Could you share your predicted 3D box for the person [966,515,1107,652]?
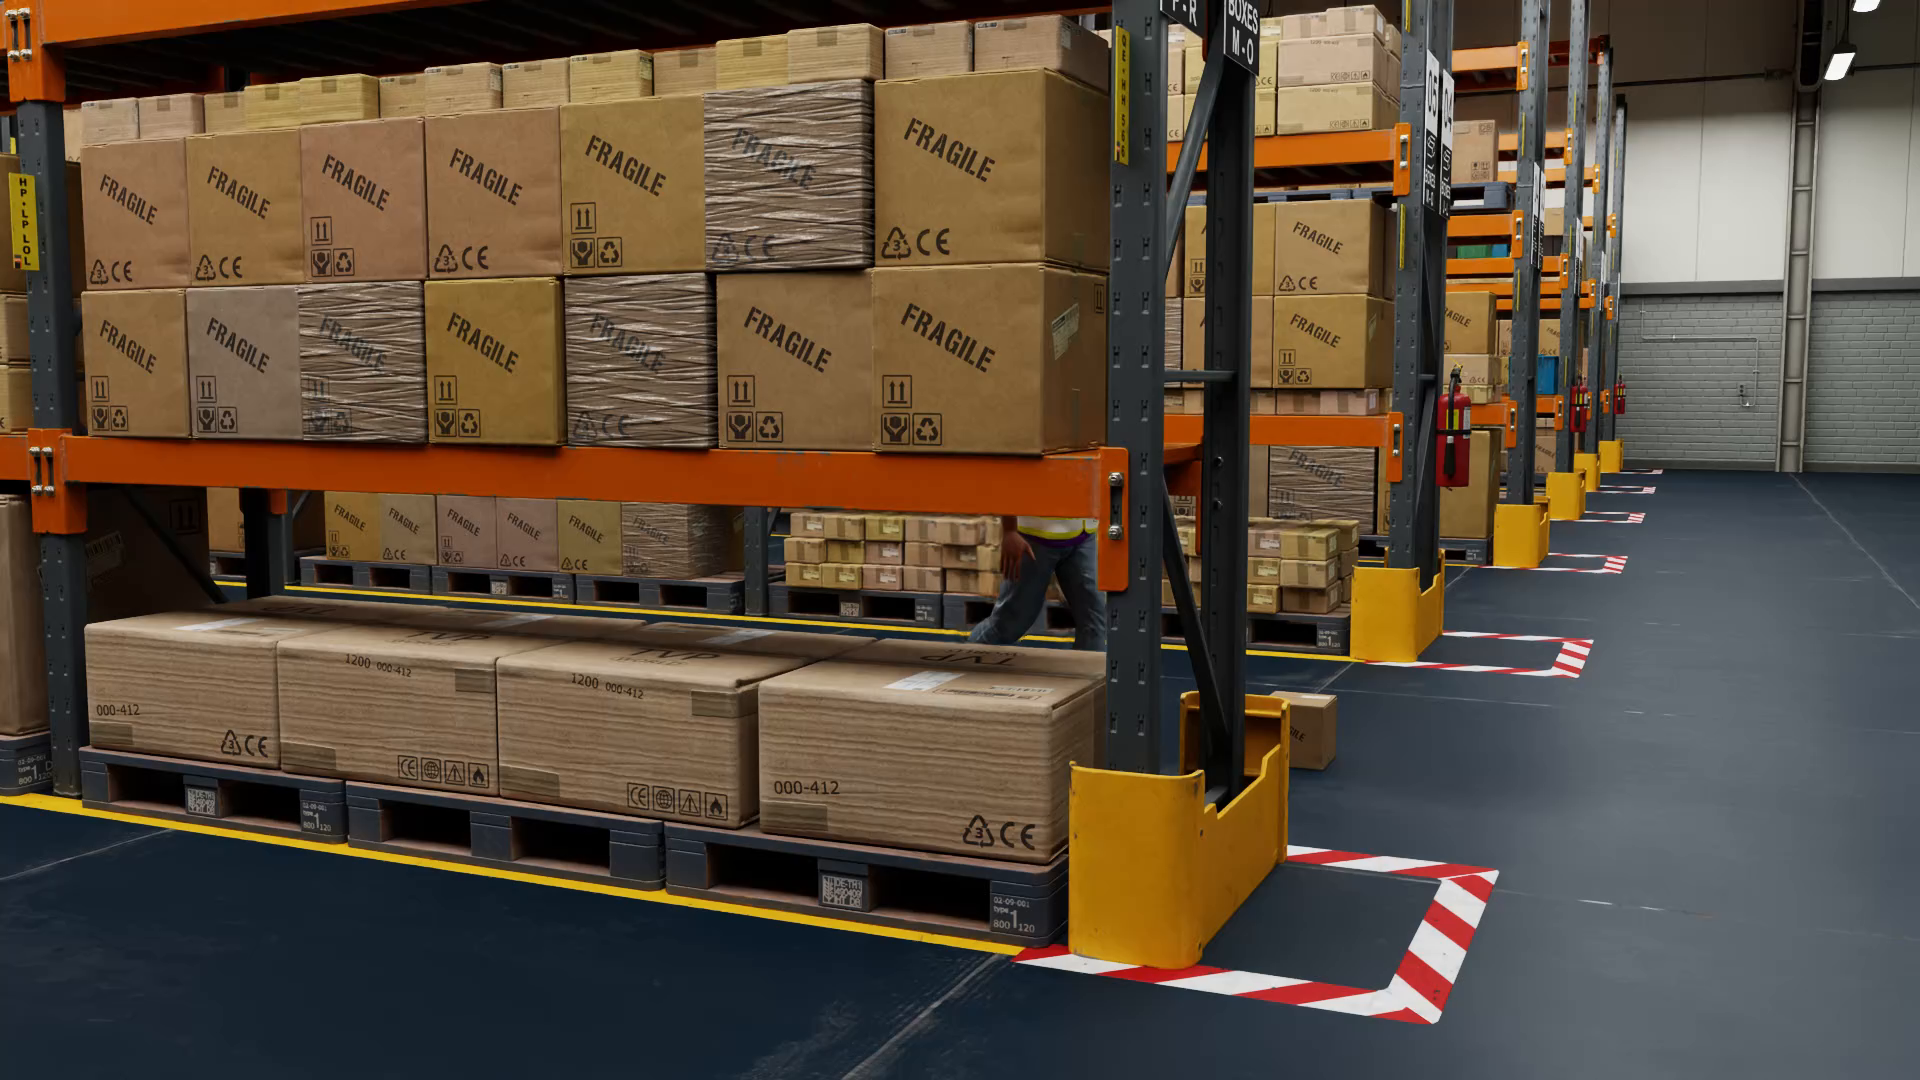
[{"bbox_3d":[0.331,-0.028,6.791,1.029,1.727,0.682,5,7,39],"label":"person"}]
